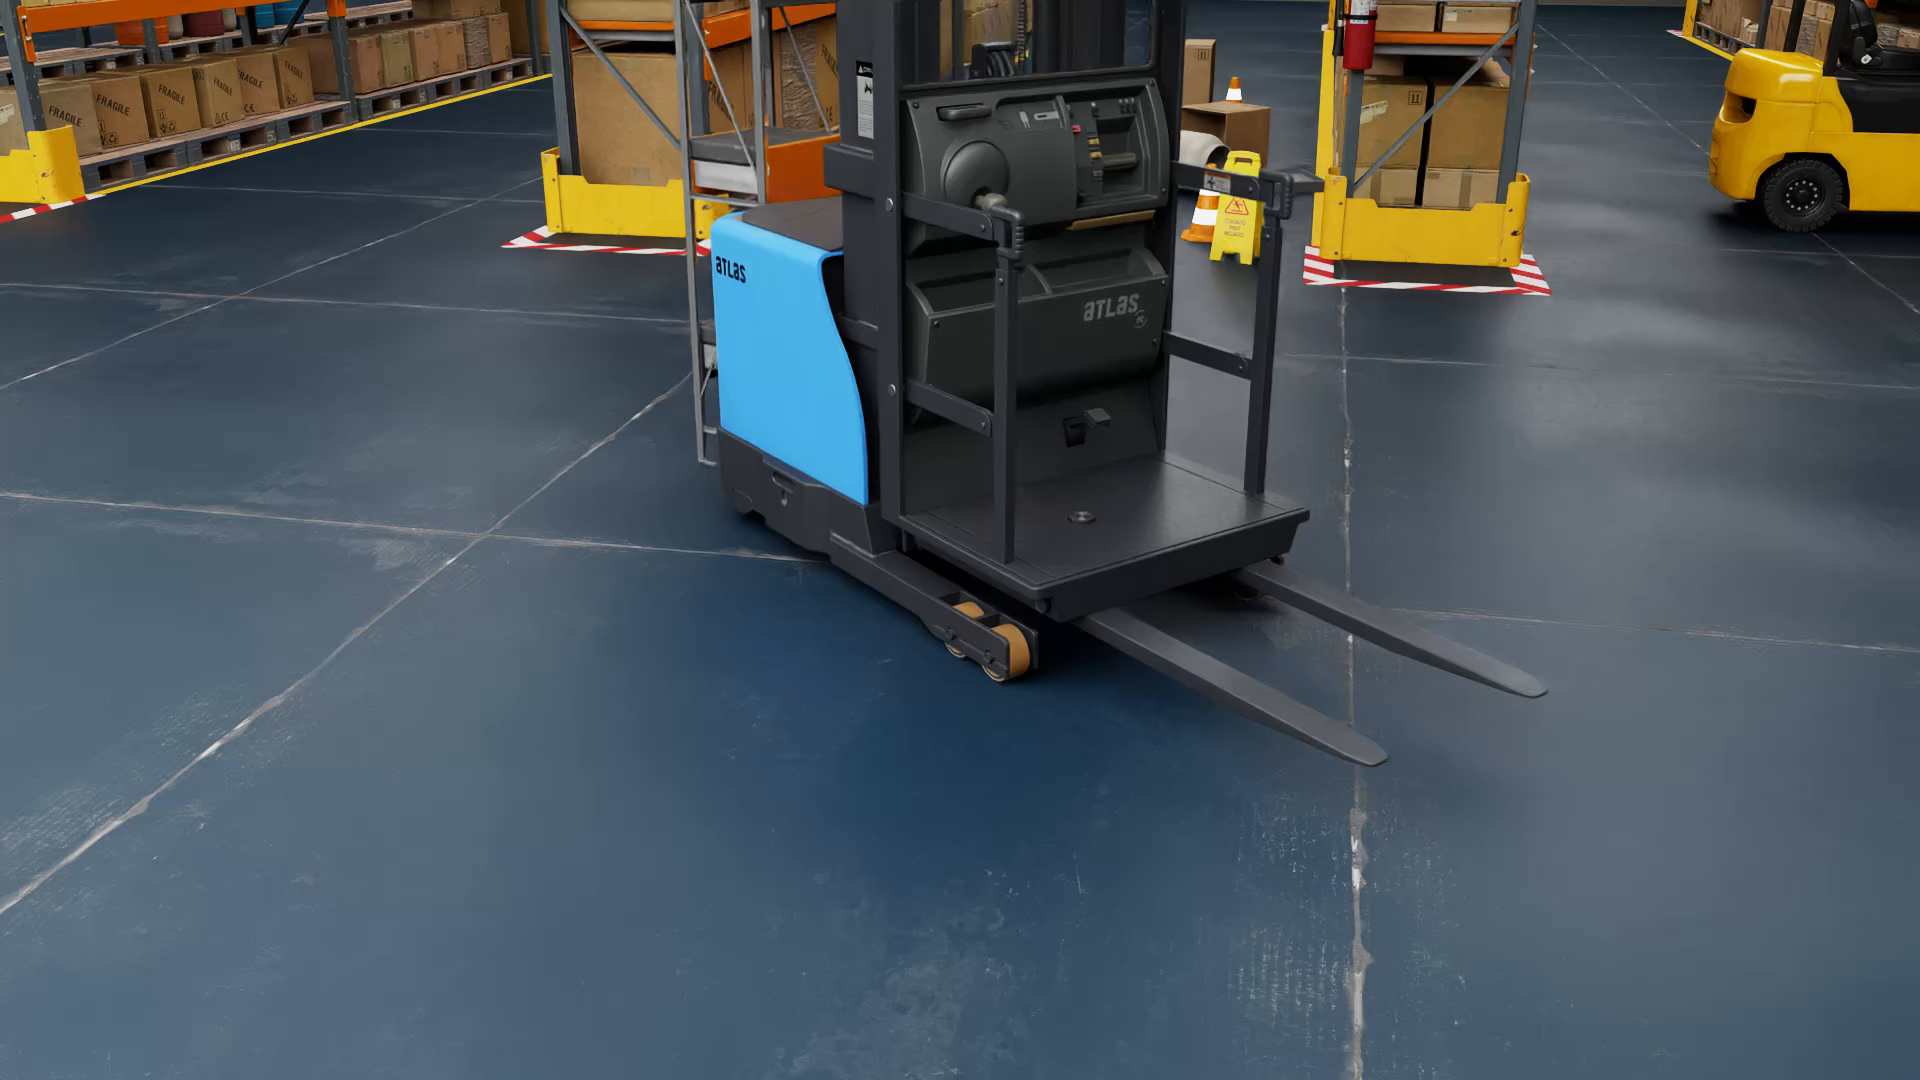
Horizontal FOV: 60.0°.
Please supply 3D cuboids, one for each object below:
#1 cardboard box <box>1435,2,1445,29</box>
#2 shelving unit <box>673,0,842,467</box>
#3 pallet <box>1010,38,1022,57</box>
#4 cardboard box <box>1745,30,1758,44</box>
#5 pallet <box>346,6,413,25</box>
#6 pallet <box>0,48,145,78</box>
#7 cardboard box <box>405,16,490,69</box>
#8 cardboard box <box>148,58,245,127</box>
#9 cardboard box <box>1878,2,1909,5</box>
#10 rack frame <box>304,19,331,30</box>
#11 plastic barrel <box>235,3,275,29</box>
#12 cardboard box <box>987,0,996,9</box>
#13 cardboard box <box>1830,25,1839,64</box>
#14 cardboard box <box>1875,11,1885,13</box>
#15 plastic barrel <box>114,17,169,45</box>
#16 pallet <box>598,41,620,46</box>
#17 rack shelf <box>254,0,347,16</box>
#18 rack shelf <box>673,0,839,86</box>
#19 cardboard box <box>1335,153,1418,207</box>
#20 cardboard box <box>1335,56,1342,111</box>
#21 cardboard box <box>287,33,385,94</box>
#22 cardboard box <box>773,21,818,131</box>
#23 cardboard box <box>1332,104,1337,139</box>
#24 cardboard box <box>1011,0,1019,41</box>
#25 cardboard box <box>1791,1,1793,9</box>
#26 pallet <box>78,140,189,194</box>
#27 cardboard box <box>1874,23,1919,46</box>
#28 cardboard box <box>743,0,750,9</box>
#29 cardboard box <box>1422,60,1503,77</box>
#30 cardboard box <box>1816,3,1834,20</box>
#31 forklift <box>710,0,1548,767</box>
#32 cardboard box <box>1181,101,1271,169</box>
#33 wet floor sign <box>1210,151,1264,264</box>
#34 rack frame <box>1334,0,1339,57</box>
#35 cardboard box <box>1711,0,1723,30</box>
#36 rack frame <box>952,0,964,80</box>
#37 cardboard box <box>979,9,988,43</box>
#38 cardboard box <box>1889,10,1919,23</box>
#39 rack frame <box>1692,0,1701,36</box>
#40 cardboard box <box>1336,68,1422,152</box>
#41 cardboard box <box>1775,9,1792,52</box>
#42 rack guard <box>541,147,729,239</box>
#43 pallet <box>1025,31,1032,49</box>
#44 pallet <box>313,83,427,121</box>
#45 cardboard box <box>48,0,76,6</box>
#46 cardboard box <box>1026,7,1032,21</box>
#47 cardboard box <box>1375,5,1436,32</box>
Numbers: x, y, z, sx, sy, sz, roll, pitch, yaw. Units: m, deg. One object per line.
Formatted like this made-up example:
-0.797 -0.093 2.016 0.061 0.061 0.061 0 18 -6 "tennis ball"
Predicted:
3.081 -3.171 10.049 0.380 0.149 0.250 5 22 12 "cardboard box"
-0.728 -1.318 6.309 0.431 2.100 0.503 14 25 32 "shelving unit"
0.196 -6.237 21.057 1.003 0.211 1.213 4 22 11 "pallet"
9.906 -6.196 20.477 0.380 0.149 0.250 4 22 9 "cardboard box"
-8.971 -8.034 25.518 1.003 0.211 1.213 4 22 11 "pallet"
-10.343 -5.571 19.404 1.003 0.211 1.213 4 22 11 "pallet"
-5.516 -5.361 17.908 0.700 0.500 0.500 3 22 6 "cardboard box"
-6.394 -3.753 13.942 0.500 0.500 0.500 2 22 6 "cardboard box"
9.983 -5.710 17.933 0.380 0.149 0.250 4 22 9 "cardboard box"
-9.330 -8.608 23.211 1.000 3.000 0.127 4 22 11 "rack frame"
-9.602 -7.373 22.391 0.600 0.901 0.708 4 22 11 "plastic barrel"
0.132 -6.335 19.347 0.500 0.250 0.500 5 22 11 "cardboard box"
9.252 -5.023 17.095 0.500 0.500 0.500 4 22 10 "cardboard box"
9.142 -5.273 16.847 0.380 0.149 0.250 3 22 8 "cardboard box"
-10.063 -6.513 20.353 0.600 0.830 0.708 4 22 11 "plastic barrel"
-4.812 -6.201 20.968 1.003 0.211 1.213 4 22 11 "pallet"
-5.706 -5.702 16.960 1.077 0.370 4.000 4 22 11 "rack shelf"
-0.723 -1.957 6.058 0.431 0.518 0.480 14 25 32 "rack shelf"
2.678 -2.330 10.743 0.500 0.250 0.500 4 22 11 "cardboard box"
3.203 -3.621 12.944 0.500 0.500 0.500 6 23 13 "cardboard box"
-5.968 -4.572 15.947 0.700 0.500 0.500 3 22 7 "cardboard box"
-1.656 -3.544 12.920 0.875 0.875 0.875 5 22 11 "cardboard box"
3.203 -3.273 13.084 0.500 0.250 0.500 3 22 8 "cardboard box"
0.449 -6.560 20.912 0.500 0.500 0.500 4 22 10 "cardboard box"
9.724 -6.121 18.952 0.380 0.149 0.250 3 22 8 "cardboard box"
-6.714 -2.870 12.698 1.003 0.211 1.213 4 22 11 "pallet"
9.123 -4.501 15.631 0.875 0.625 0.625 5 23 13 "cardboard box"
-1.736 -4.033 11.652 0.875 0.550 0.550 4 22 11 "cardboard box"
3.424 -3.010 11.427 0.500 0.500 0.500 5 22 12 "cardboard box"
9.415 -5.654 17.792 0.380 0.149 0.250 3 22 8 "cardboard box"
0.374 -1.153 4.793 1.130 2.935 3.031 -15 26 -32 "forklift"
2.037 -3.102 12.884 0.500 0.500 0.500 -16 27 -35 "cardboard box"
1.685 -2.006 9.971 0.267 0.644 0.232 13 25 29 "wet floor sign"
5.220 -7.475 20.398 1.000 3.000 0.127 4 22 11 "rack frame"
10.466 -7.070 22.176 0.700 0.500 0.500 5 23 13 "cardboard box"
-0.463 -6.352 17.611 1.000 3.000 0.127 4 22 11 "rack frame"
0.031 -5.811 19.050 0.500 0.500 0.500 5 22 12 "cardboard box"
9.728 -5.330 16.989 0.380 0.149 0.250 5 22 12 "cardboard box"
10.896 -8.561 23.094 1.000 3.000 0.127 4 22 11 "rack frame"
2.783 -2.857 11.047 0.500 0.500 0.500 5 23 13 "cardboard box"
9.662 -5.778 18.968 0.500 0.500 0.500 4 22 10 "cardboard box"
-2.100 -2.258 10.791 1.175 0.500 0.348 4 22 11 "rack guard"
0.456 -6.770 22.381 1.003 0.211 1.213 4 22 11 "pallet"
-5.957 -4.296 16.237 1.003 0.211 1.213 4 22 11 "pallet"
-6.569 -3.901 11.861 0.380 0.149 0.250 4 22 11 "cardboard box"
0.741 -6.934 21.910 0.380 0.149 0.250 5 23 13 "cardboard box"
2.638 -3.123 9.928 0.380 0.149 0.250 5 23 13 "cardboard box"
